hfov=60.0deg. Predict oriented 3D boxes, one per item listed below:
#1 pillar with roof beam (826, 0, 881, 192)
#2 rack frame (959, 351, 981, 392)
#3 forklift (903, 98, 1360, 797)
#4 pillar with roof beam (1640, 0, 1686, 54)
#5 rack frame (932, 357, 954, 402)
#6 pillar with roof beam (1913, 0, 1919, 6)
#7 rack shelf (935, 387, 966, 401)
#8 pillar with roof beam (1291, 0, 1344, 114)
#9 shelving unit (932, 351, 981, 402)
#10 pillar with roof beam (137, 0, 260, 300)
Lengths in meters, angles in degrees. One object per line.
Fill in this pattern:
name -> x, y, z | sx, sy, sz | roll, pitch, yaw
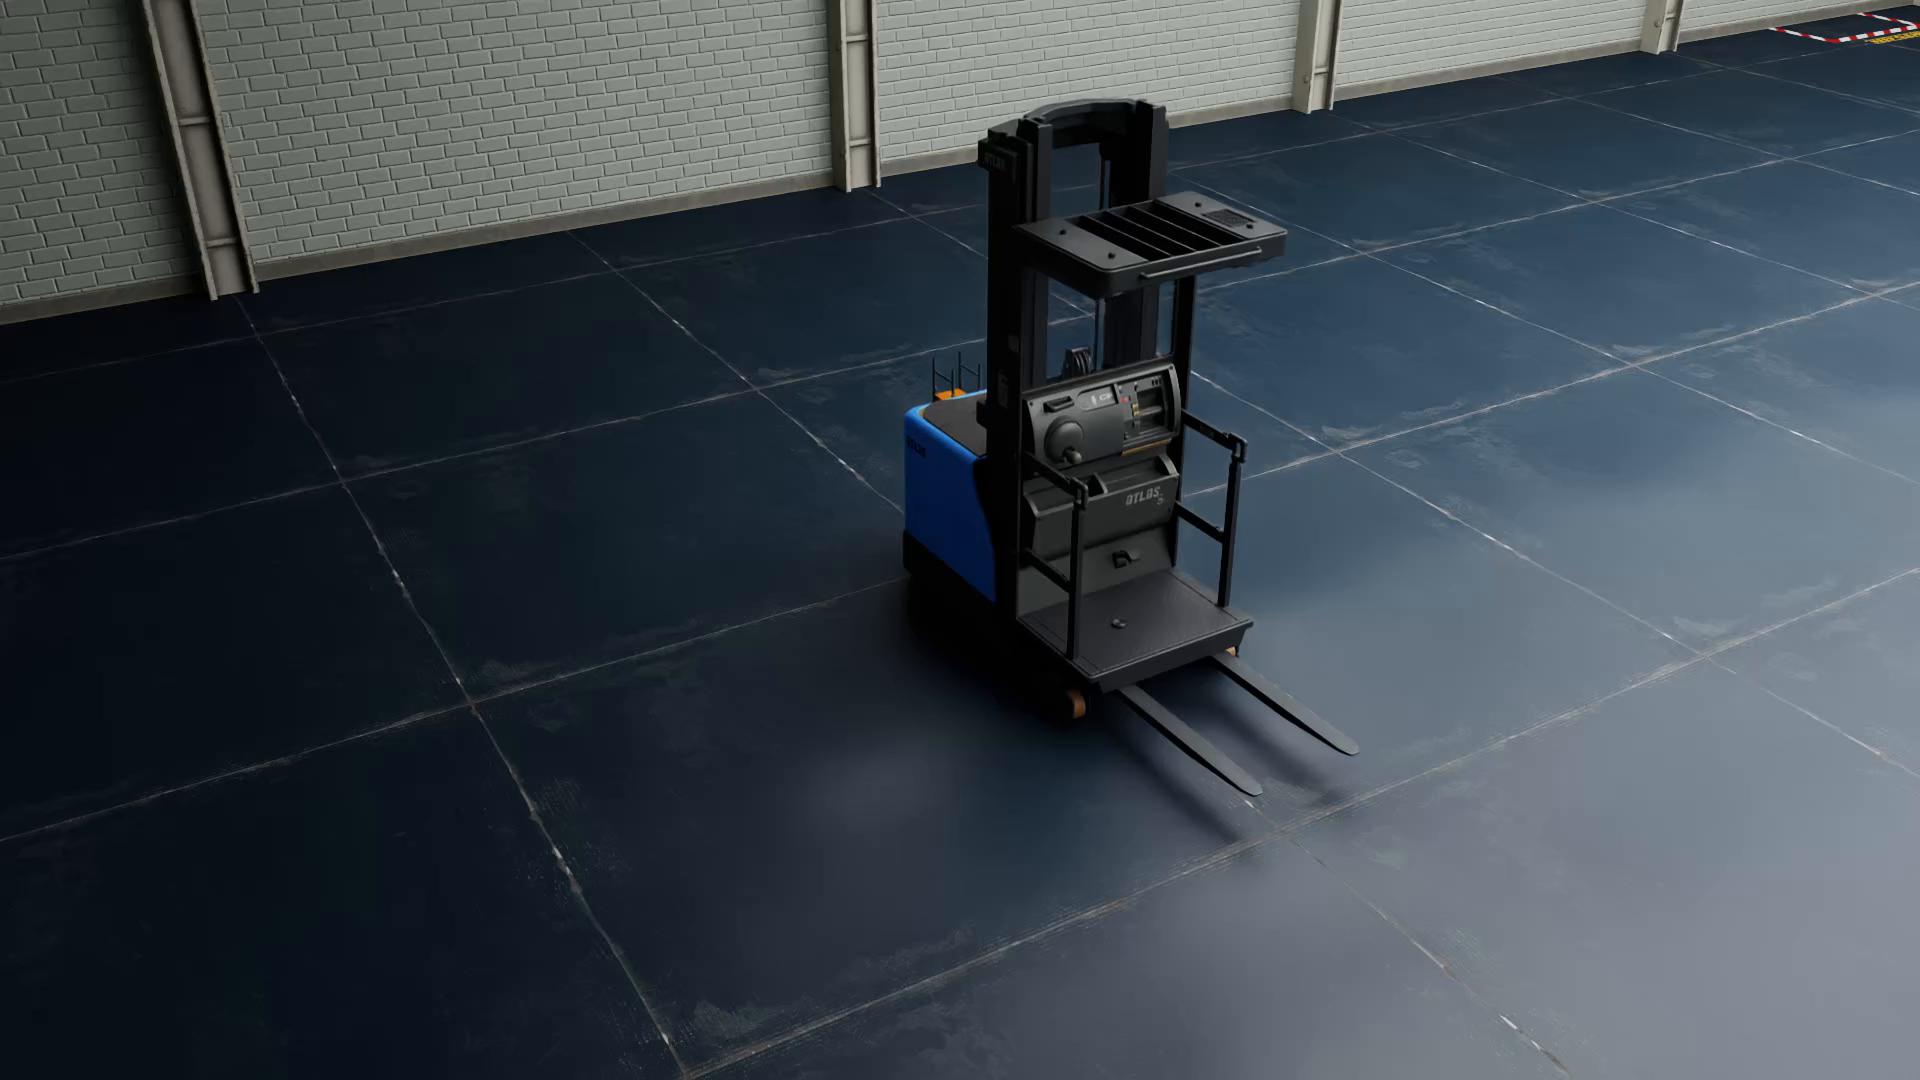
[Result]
pillar with roof beam -> 1.135, -5.744, 11.443 | 0.400, 9.000, 9.100 | -16, 33, -26
rack frame -> 0.057, -0.552, 10.107 | 0.006, 1.200, 0.240 | -17, 33, -28
forklift -> 0.860, -0.604, 8.410 | 1.130, 2.935, 3.031 | -16, 33, -27
pillar with roof beam -> 11.481, -8.681, 16.766 | 0.400, 9.000, 9.100 | -16, 33, -26
rack frame -> -0.098, -0.505, 10.022 | 0.006, 1.200, 0.240 | -17, 33, -28
pillar with roof beam -> 16.654, -10.150, 19.427 | 0.400, 9.000, 9.100 | -16, 33, -26
rack shelf -> -0.021, -0.805, 9.912 | 0.180, 0.103, 0.258 | -17, 33, -28
pillar with roof beam -> 6.308, -7.213, 14.105 | 0.400, 9.000, 9.100 | -16, 33, -26
shelving unit -> -0.021, -0.529, 10.064 | 0.189, 1.200, 0.258 | -17, 33, -28
pillar with roof beam -> -4.038, -4.275, 8.782 | 0.400, 9.000, 9.100 | -16, 33, -26
